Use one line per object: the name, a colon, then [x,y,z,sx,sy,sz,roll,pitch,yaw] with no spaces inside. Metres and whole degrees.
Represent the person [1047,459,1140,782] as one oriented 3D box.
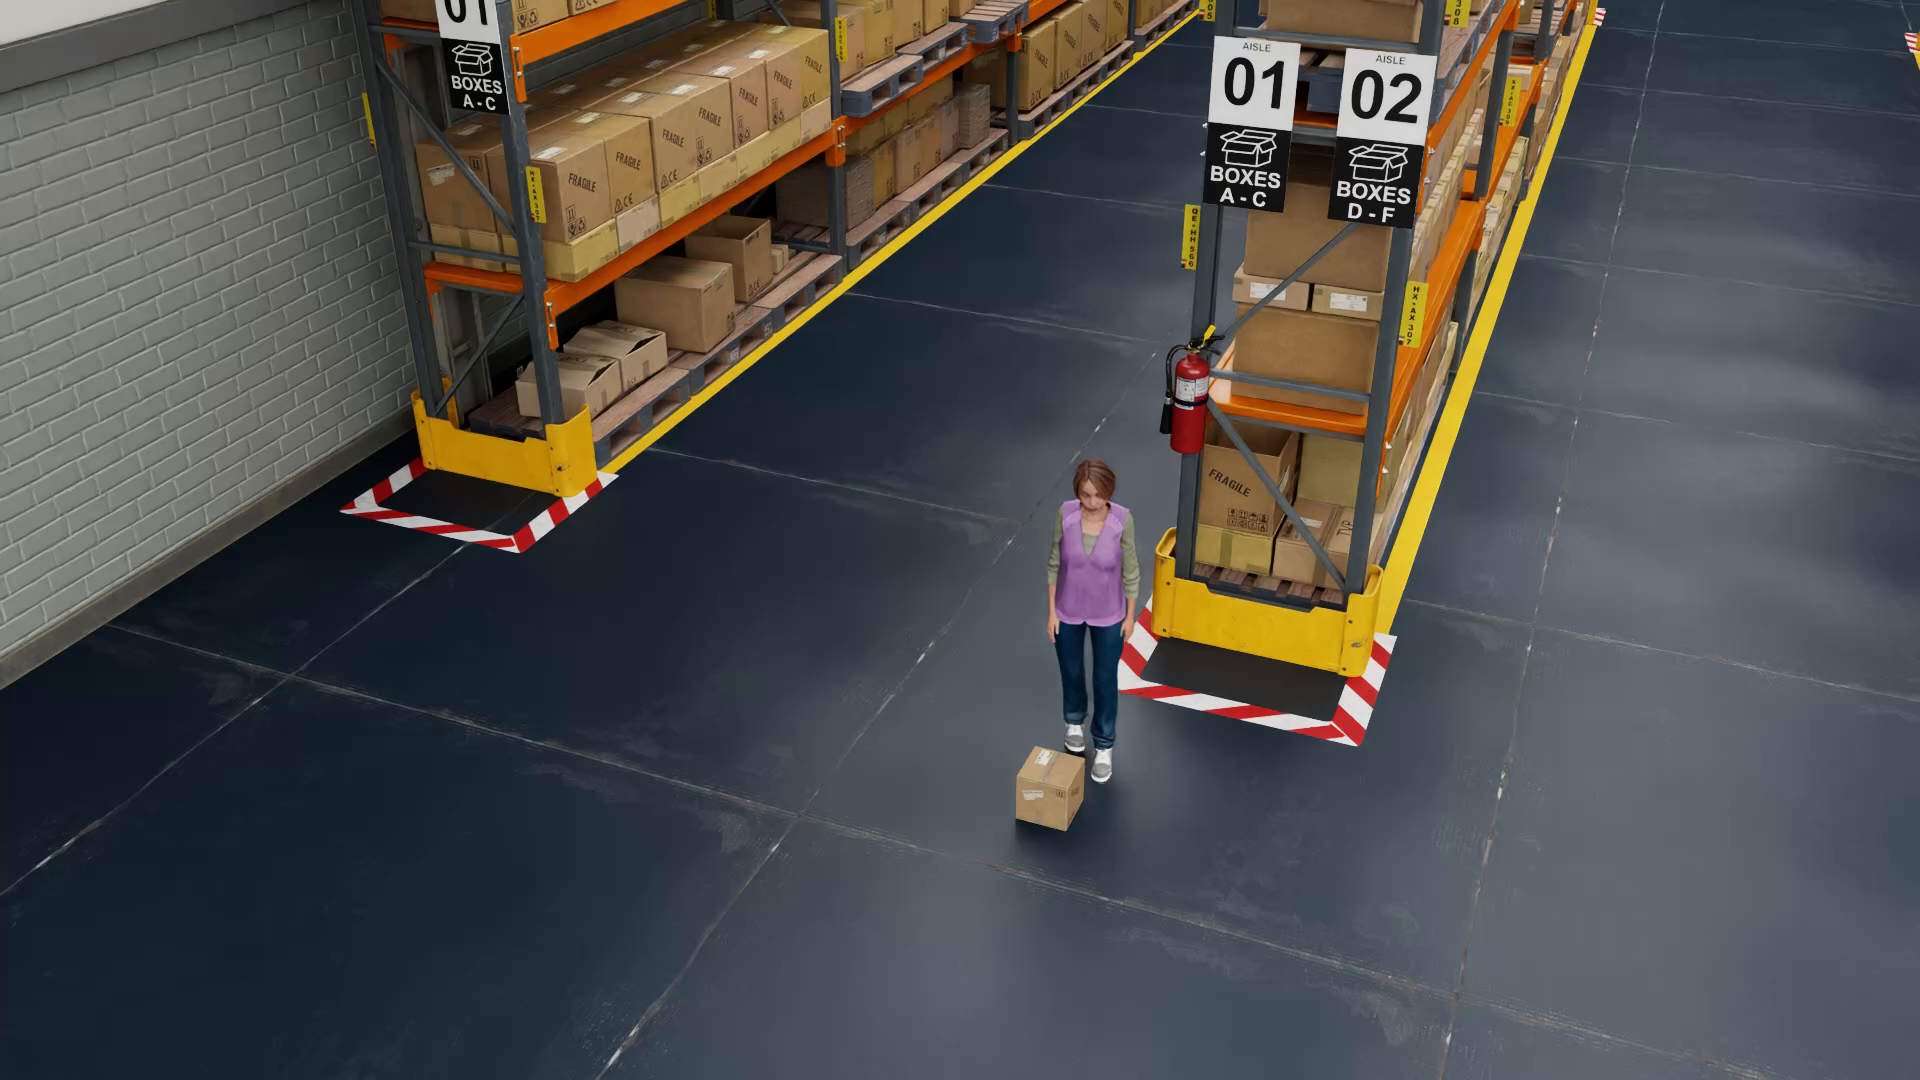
person: [0.614,0.354,7.774,0.430,1.612,0.460,6,31,10]
